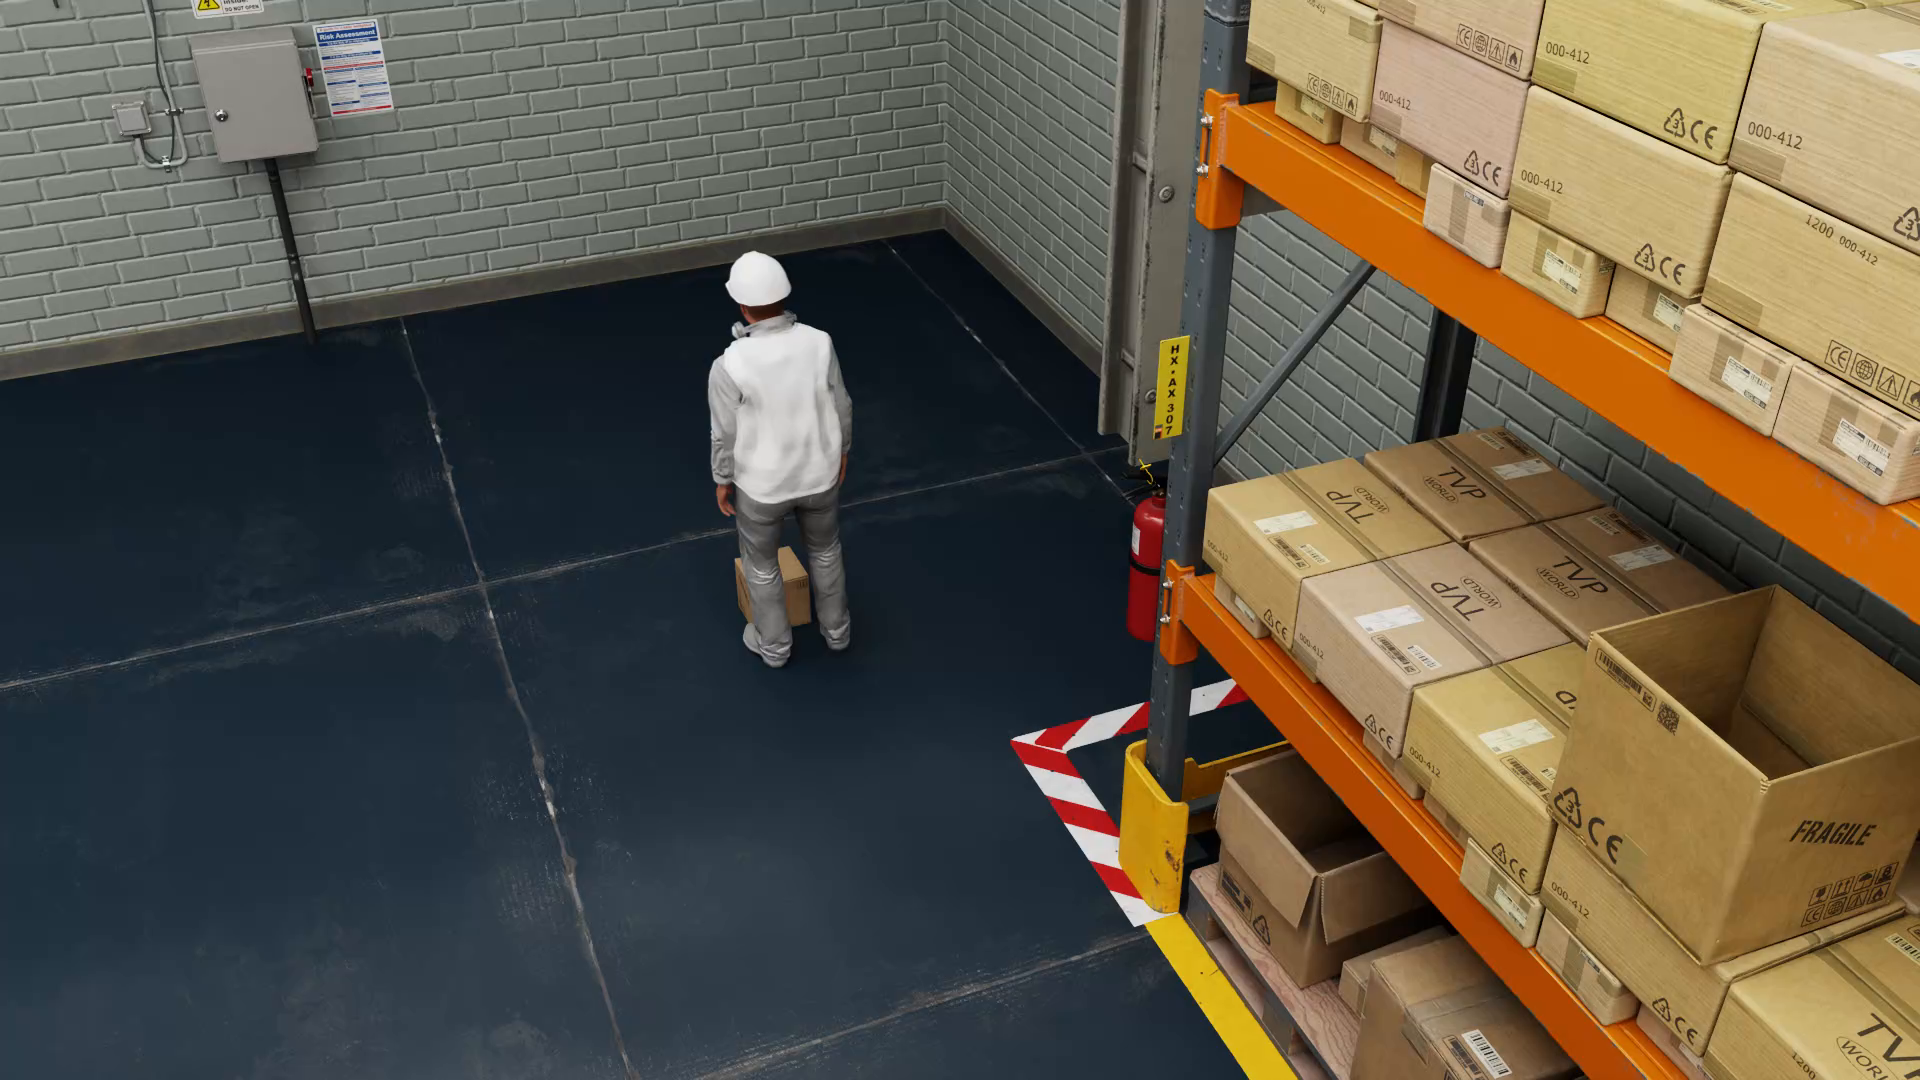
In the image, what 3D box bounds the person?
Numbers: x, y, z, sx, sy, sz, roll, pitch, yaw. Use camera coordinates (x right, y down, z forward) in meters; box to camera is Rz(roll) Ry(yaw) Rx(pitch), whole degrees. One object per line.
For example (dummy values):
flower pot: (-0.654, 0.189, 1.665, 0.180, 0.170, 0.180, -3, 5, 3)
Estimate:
person: (-0.700, -0.284, 6.551, 0.580, 1.769, 0.465, -15, 36, -21)
